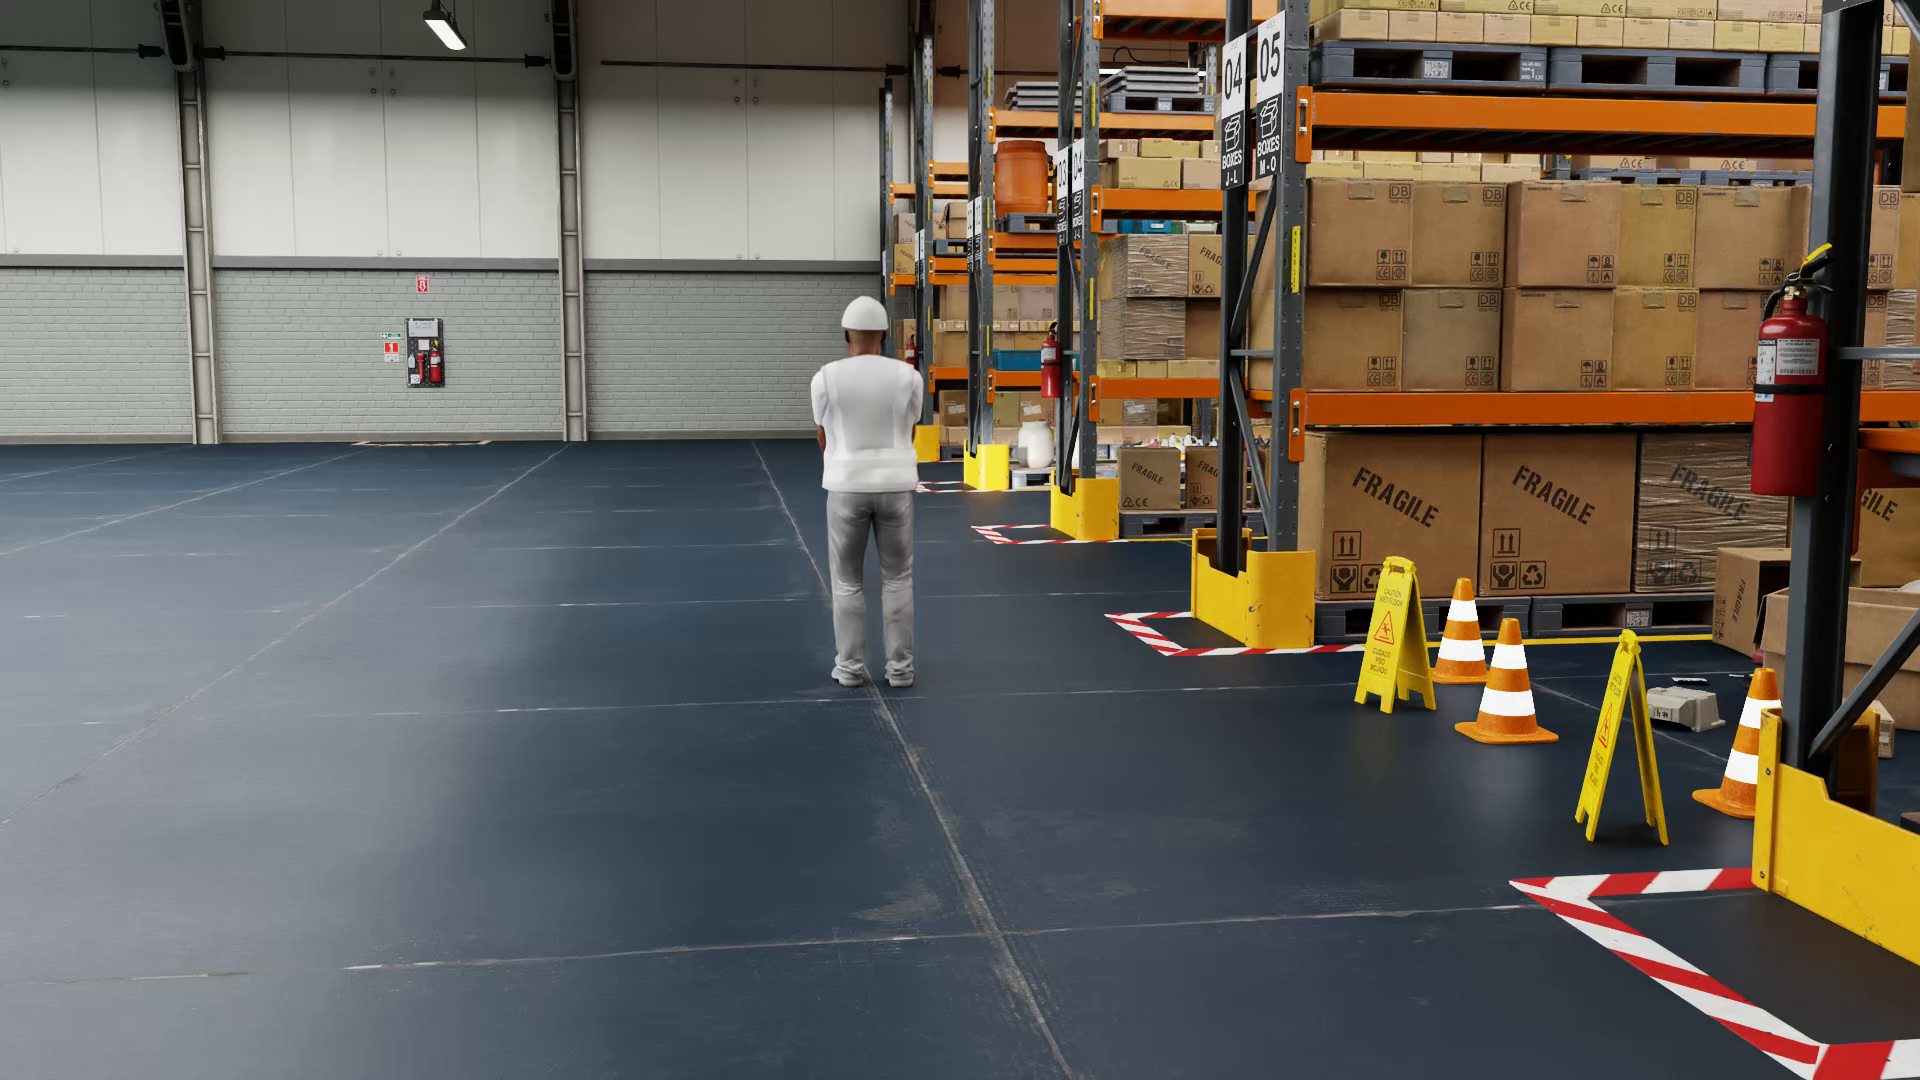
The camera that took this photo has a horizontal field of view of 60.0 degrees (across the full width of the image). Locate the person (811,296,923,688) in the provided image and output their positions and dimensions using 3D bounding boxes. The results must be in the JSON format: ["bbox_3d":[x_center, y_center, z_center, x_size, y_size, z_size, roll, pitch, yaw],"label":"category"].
[{"bbox_3d":[-0.431,-0.224,7.612,0.504,1.761,0.581,-1,7,-8],"label":"person"}]
